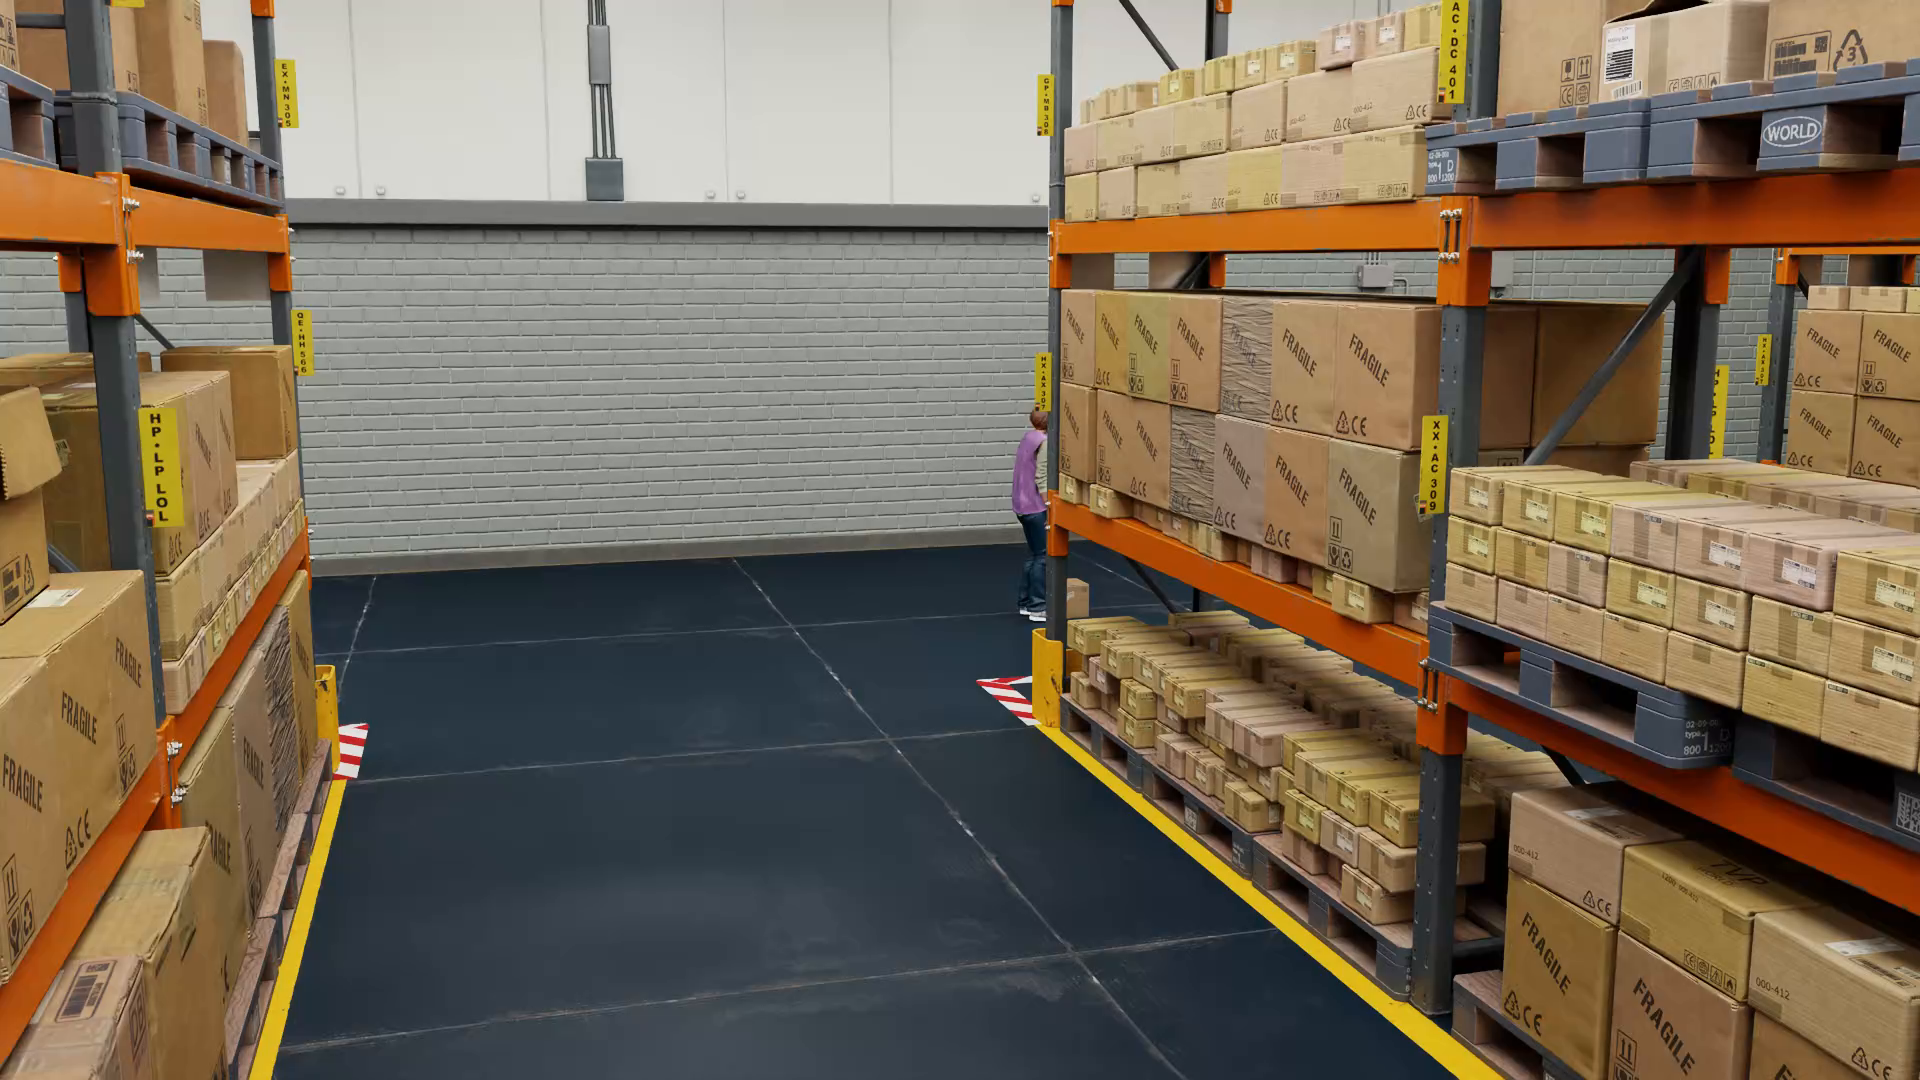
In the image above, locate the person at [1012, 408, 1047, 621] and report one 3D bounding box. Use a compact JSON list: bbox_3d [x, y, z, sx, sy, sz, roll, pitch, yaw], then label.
[{"bbox_3d":[0.568,-0.214,12.192,0.344,1.594,0.462,-3,10,-16],"label":"person"}]
